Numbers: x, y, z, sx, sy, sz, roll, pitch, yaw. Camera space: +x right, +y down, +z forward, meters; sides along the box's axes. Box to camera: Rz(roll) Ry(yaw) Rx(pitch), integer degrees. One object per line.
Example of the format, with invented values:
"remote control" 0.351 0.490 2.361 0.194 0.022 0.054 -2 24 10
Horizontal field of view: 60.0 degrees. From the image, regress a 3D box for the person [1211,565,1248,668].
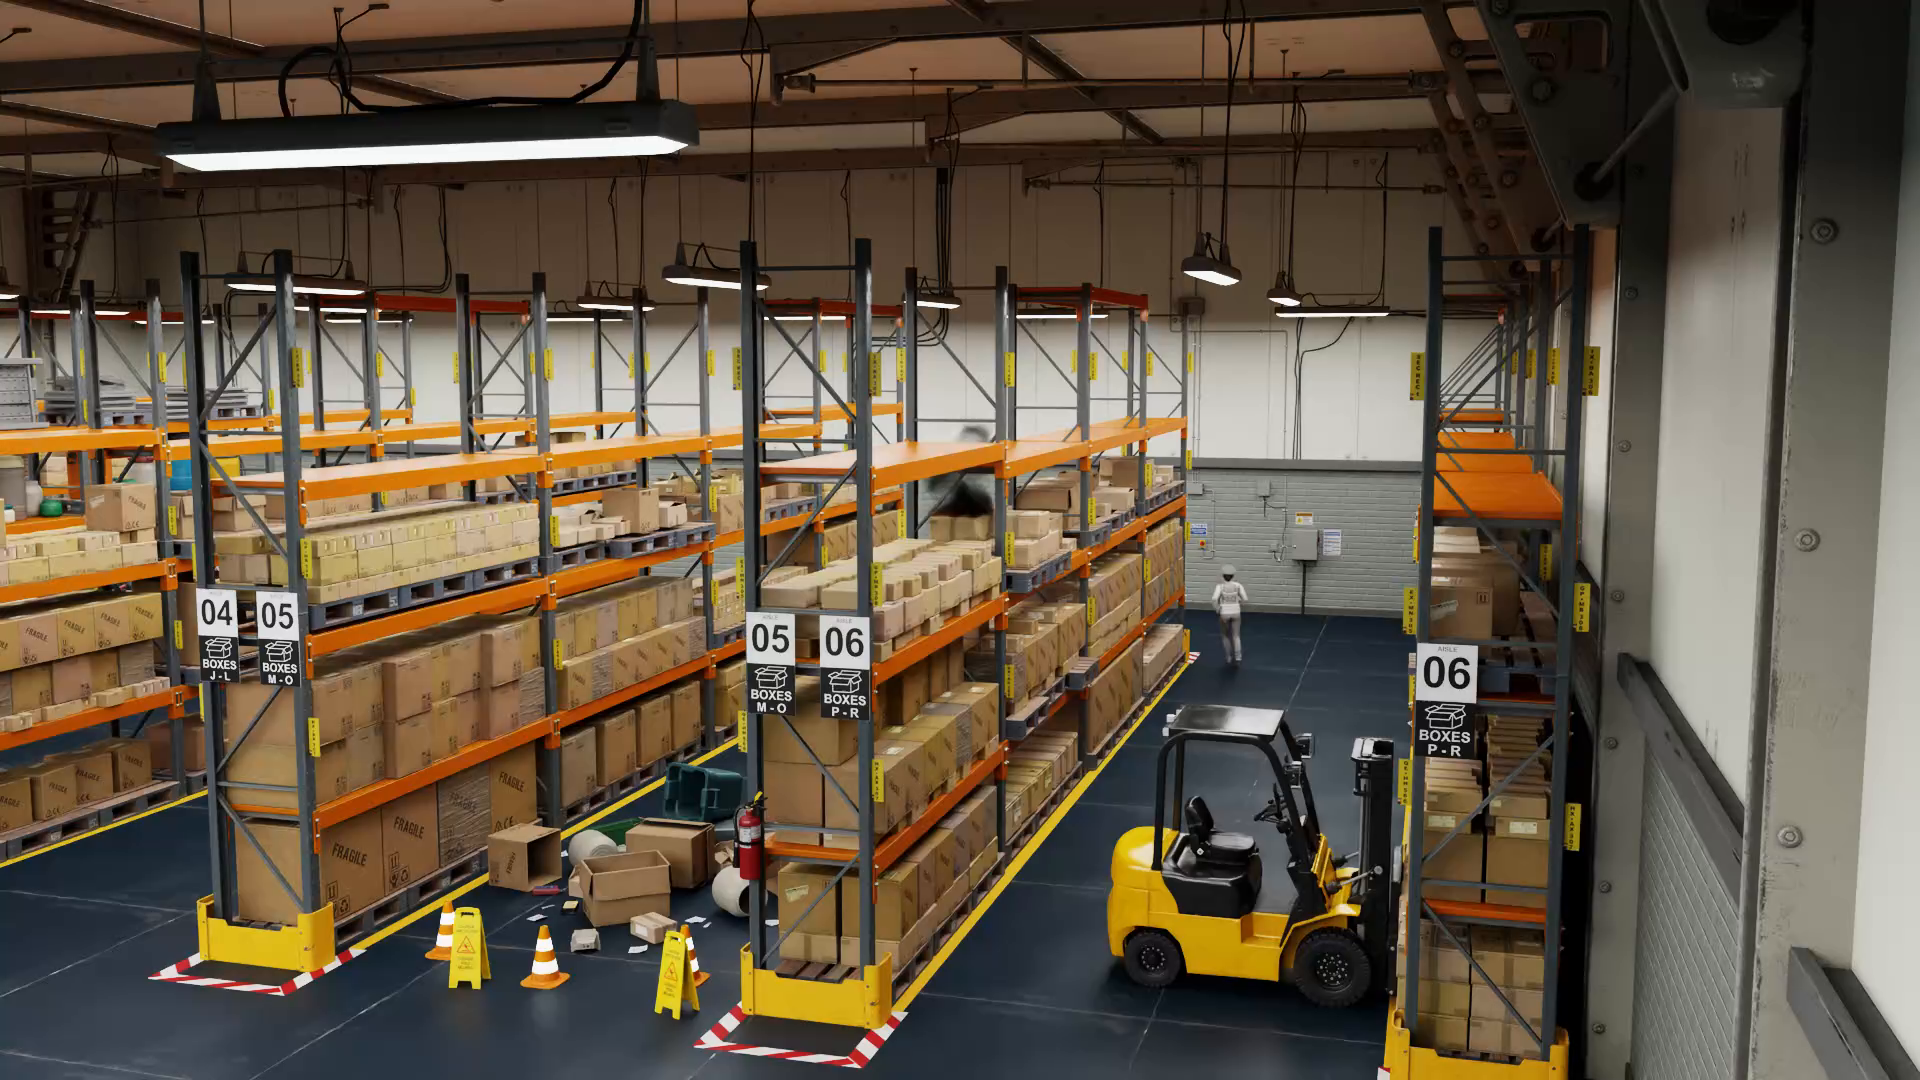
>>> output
"person" 4.415 1.272 27.300 0.619 1.721 0.829 0 6 2
